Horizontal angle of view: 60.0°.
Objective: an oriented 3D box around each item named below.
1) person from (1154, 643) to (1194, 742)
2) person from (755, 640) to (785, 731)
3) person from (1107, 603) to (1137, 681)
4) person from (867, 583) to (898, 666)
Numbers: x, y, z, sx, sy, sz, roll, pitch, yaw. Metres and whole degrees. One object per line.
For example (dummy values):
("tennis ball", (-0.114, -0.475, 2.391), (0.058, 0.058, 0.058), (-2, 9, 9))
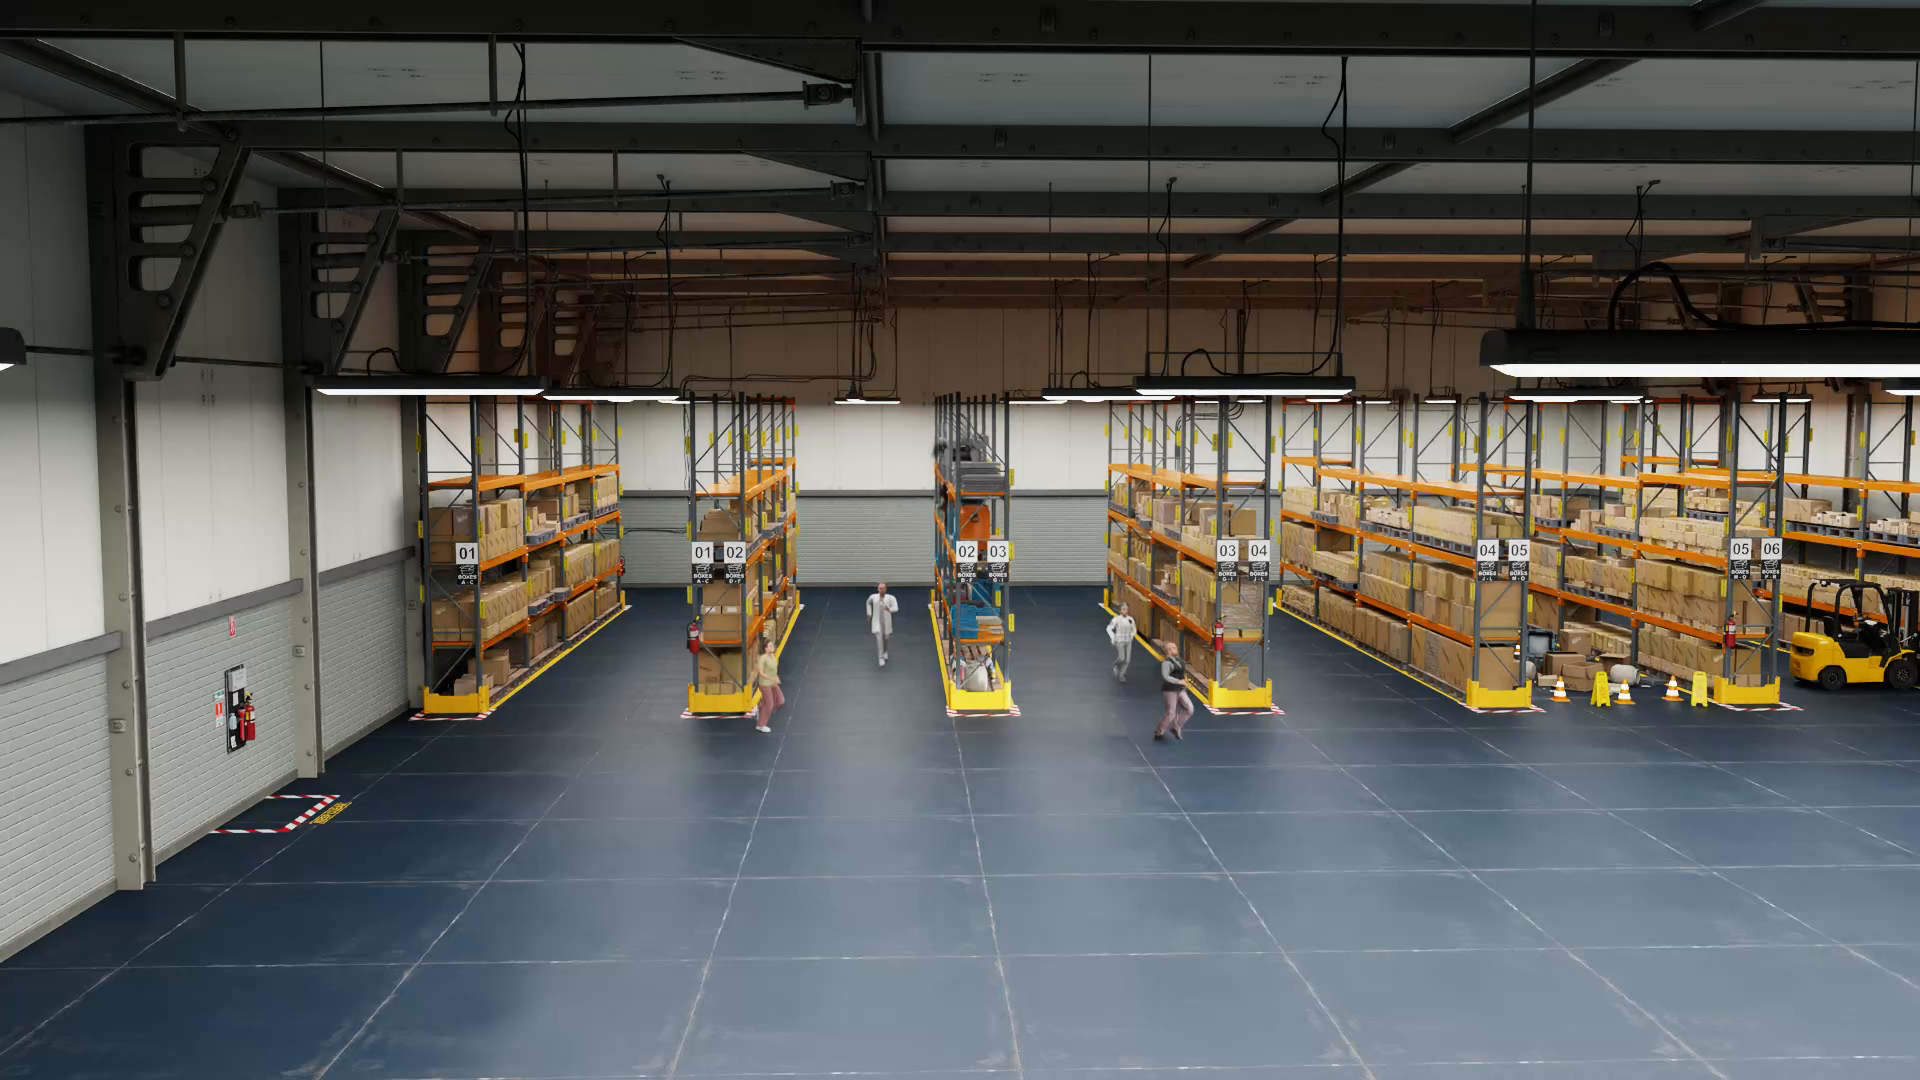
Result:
("person", (3.657, 2.604, 28.428), (0.670, 1.716, 0.664), (3, 5, 32))
("person", (-3.374, 2.566, 29.399), (0.601, 1.632, 0.610), (2, 5, 26))
("person", (3.413, 2.127, 34.605), (0.608, 1.656, 0.540), (-1, 5, -13))
("person", (-1.724, 1.841, 36.960), (0.699, 1.769, 1.064), (0, 5, -4))
